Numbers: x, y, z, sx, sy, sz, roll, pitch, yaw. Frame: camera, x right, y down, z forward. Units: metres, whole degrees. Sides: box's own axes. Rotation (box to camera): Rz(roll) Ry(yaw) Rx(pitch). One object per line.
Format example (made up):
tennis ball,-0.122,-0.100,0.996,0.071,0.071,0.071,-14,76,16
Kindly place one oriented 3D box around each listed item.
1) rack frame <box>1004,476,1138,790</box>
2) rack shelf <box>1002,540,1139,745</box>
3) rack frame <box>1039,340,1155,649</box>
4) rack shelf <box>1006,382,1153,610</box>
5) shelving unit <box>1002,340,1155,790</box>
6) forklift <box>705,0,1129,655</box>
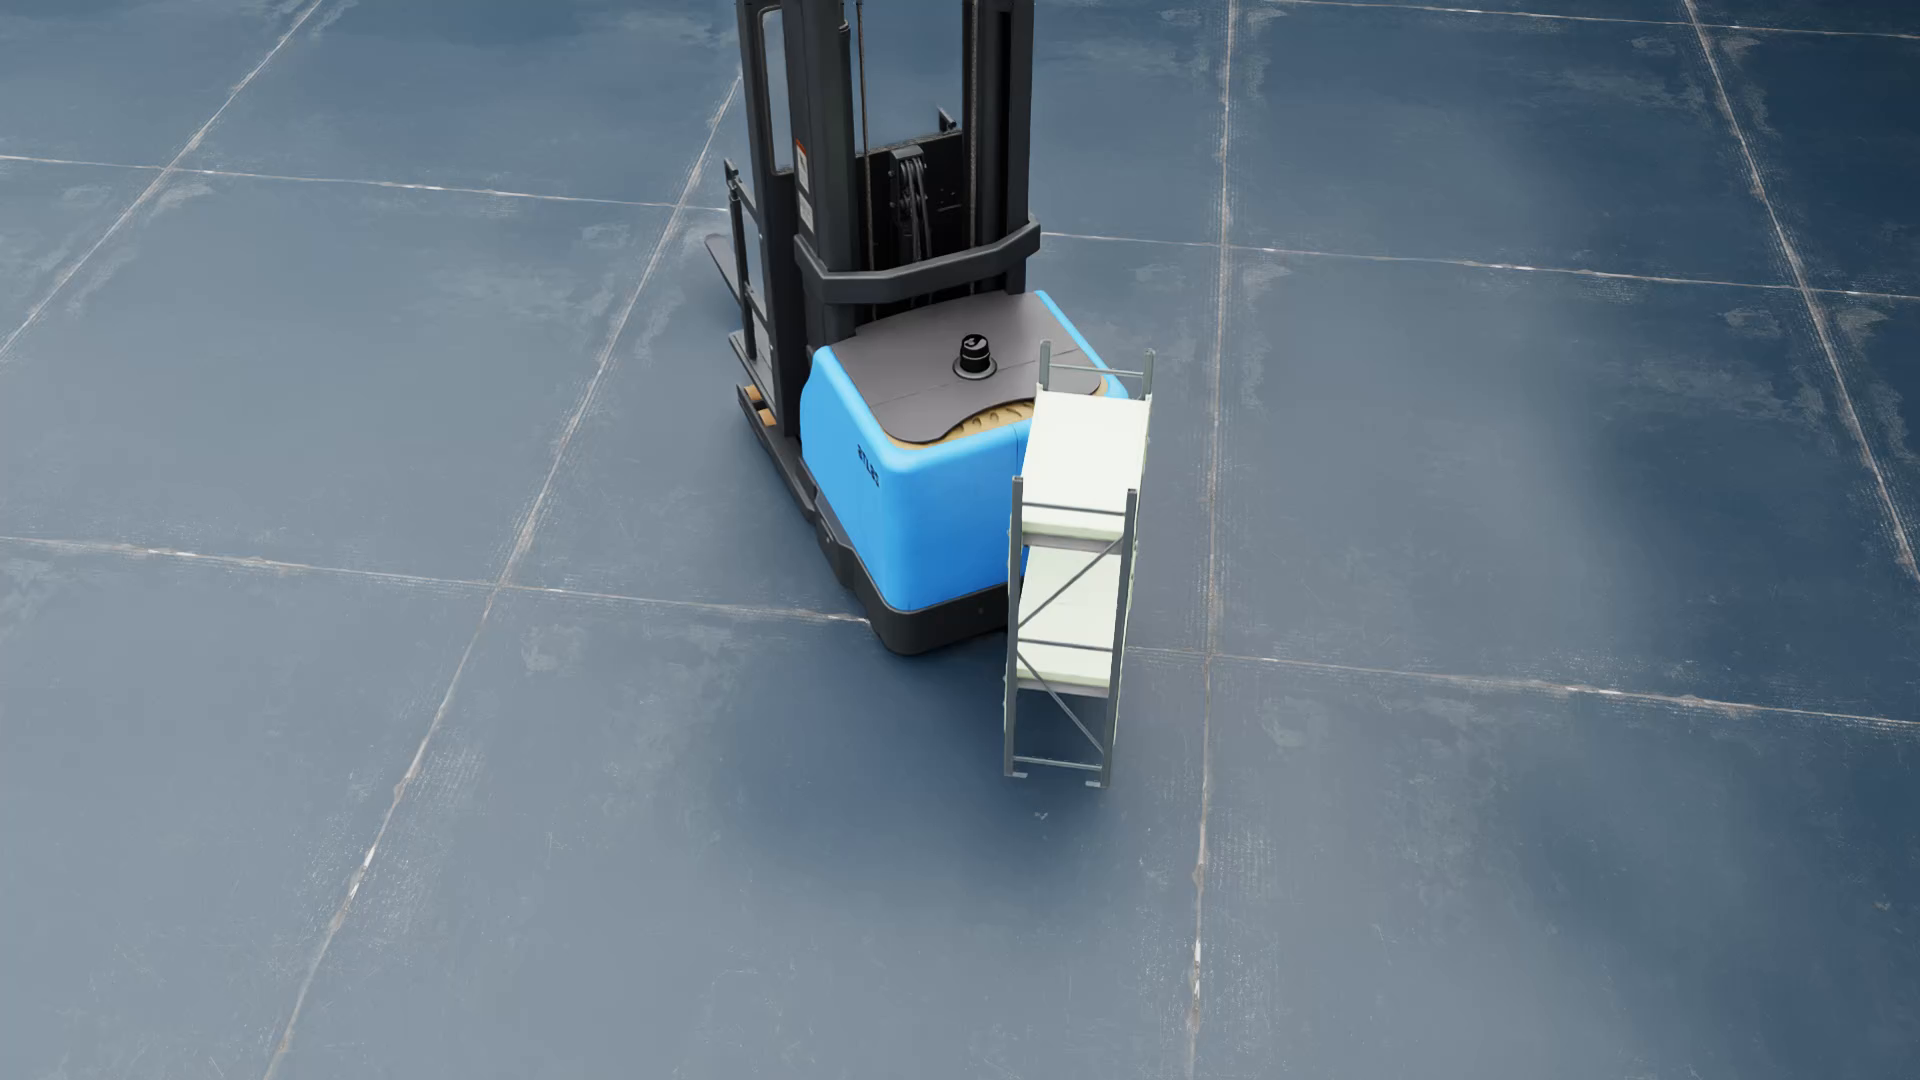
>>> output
rack frame,0.365,0.368,5.792,0.400,1.500,0.023,6,44,7
rack shelf,0.423,0.357,6.279,0.431,0.370,0.720,6,44,7
rack frame,0.480,-0.129,6.317,0.400,1.500,0.023,6,44,7
rack shelf,0.423,-0.163,5.786,0.431,0.370,0.720,6,44,7
shelving unit,0.423,0.120,6.055,0.431,1.500,0.755,6,44,7
forklift,-0.398,-1.624,6.855,1.130,2.935,3.031,-17,46,-17
